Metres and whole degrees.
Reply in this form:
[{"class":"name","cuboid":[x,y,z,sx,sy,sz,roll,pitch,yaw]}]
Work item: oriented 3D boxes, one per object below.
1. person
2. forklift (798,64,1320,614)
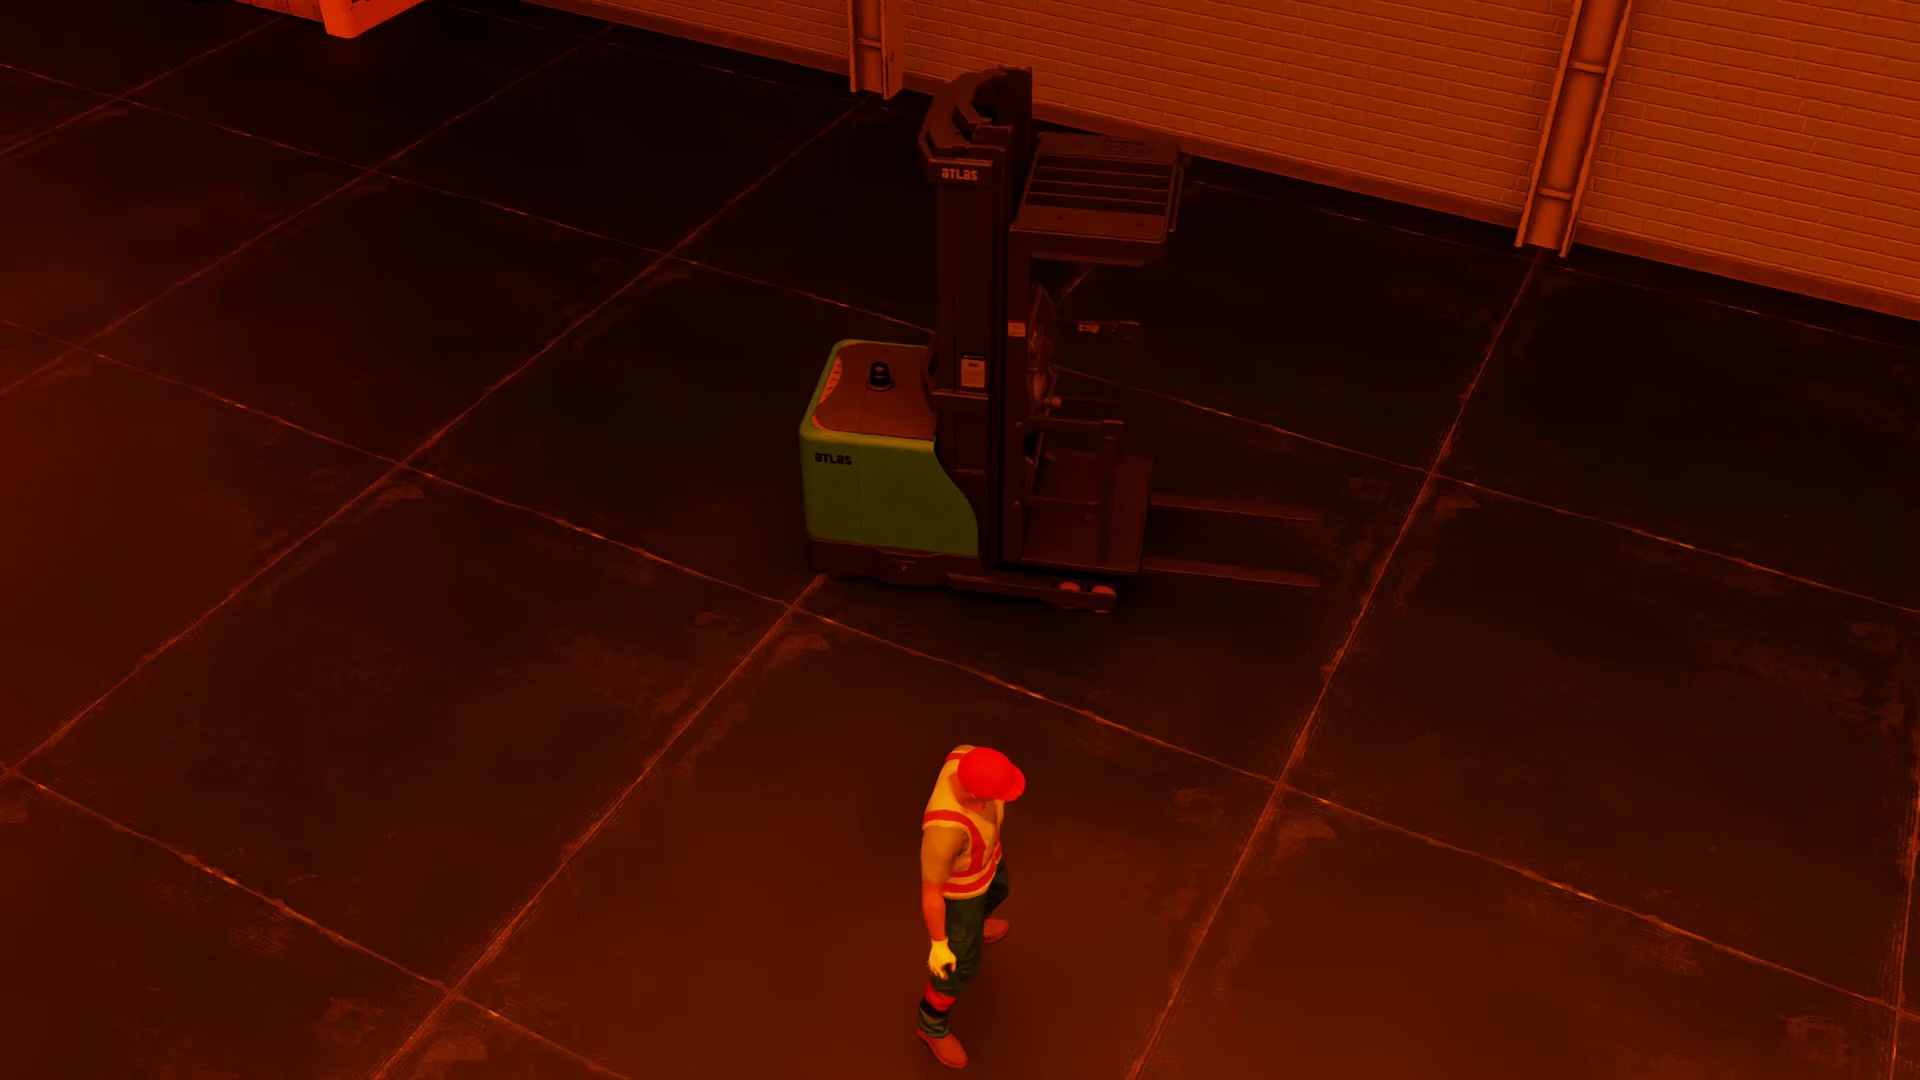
[{"class":"person","cuboid":[0.062,1.459,7.199,0.437,1.735,0.953,11,41,13]},{"class":"forklift","cuboid":[0.637,-1.061,9.247,3.031,2.935,1.130,6,41,7]}]
